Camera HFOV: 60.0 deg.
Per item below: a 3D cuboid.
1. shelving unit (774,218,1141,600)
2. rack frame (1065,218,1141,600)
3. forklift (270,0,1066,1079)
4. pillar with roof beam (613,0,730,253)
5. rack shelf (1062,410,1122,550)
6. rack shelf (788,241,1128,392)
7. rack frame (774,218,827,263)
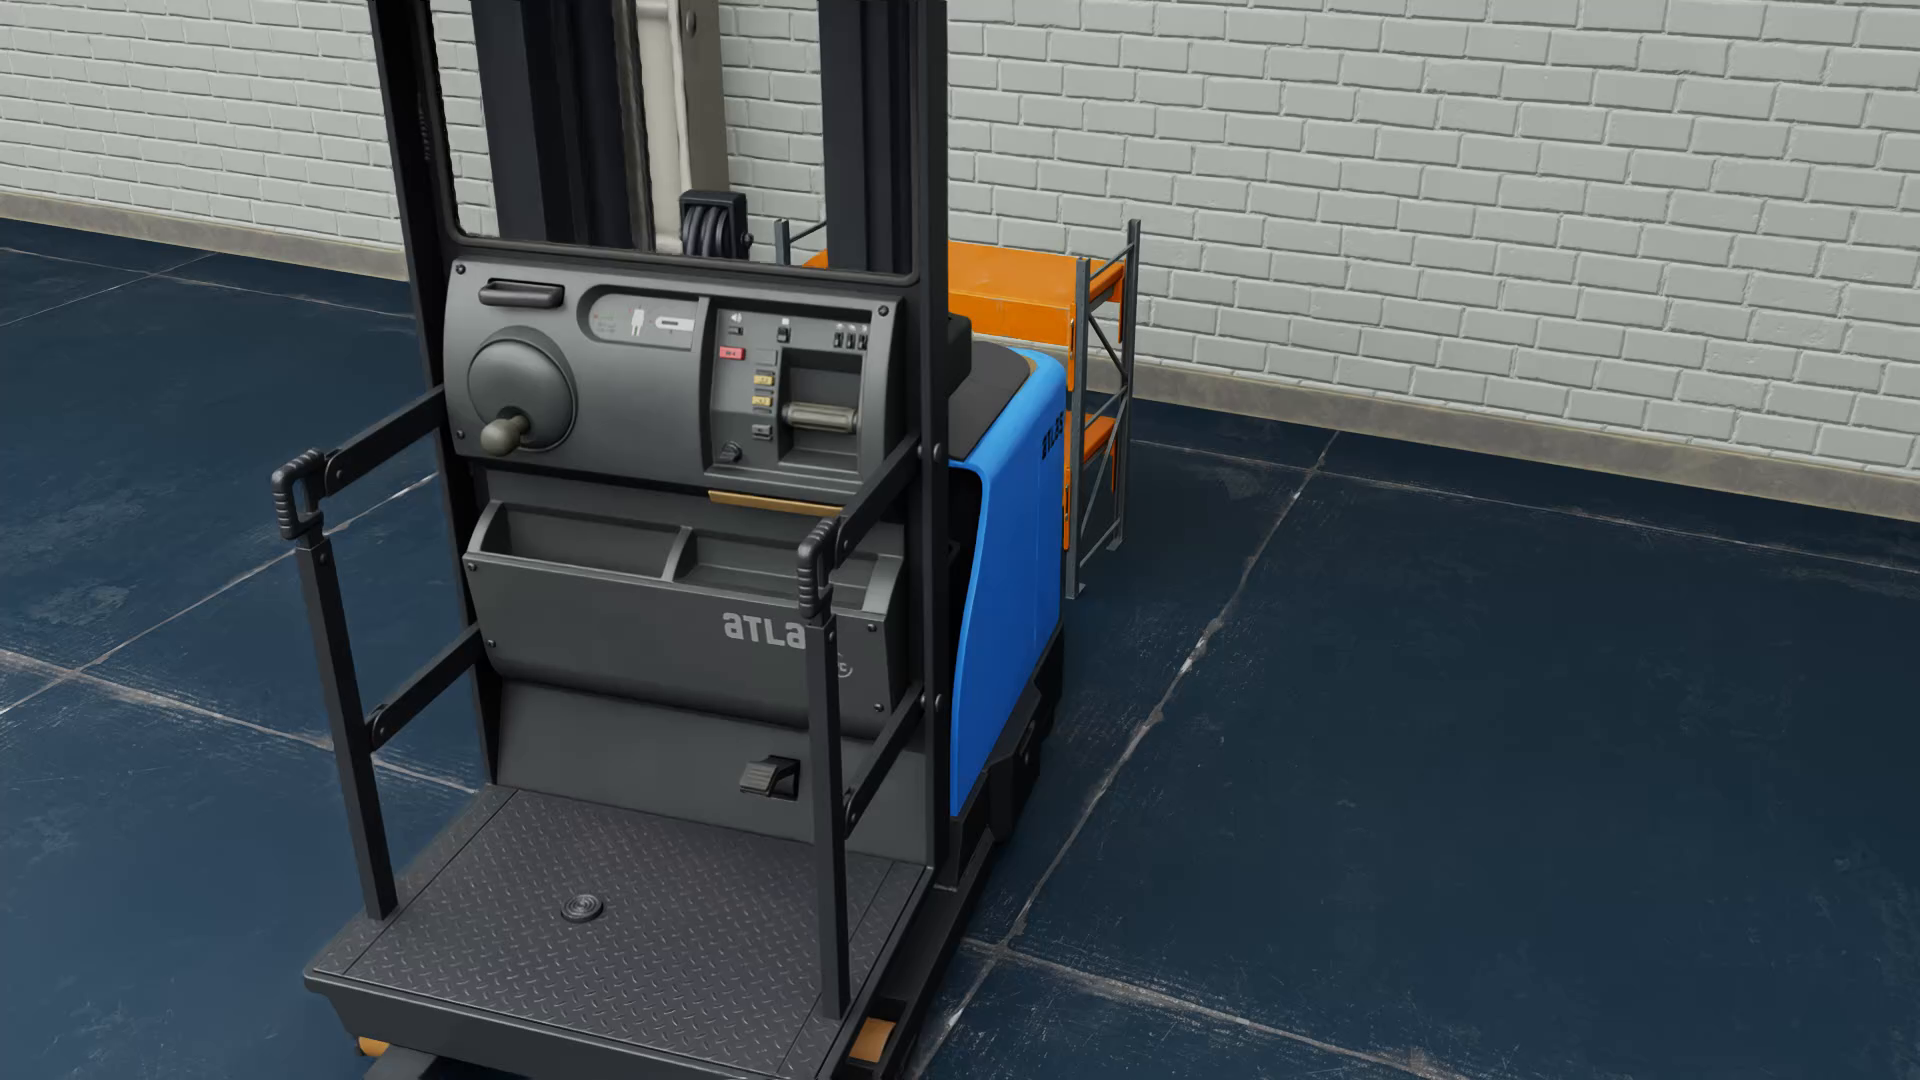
[{"bbox_3d":[-0.006,-0.506,5.504,1.048,1.125,0.538,11,28,22],"label":"shelving unit"},{"bbox_3d":[0.457,-0.413,5.315,0.032,1.125,0.500,11,28,22],"label":"rack frame"},{"bbox_3d":[-0.629,-0.282,3.004,1.130,2.935,3.031,8,27,15],"label":"forklift"},{"bbox_3d":[-3.048,-3.245,2.153,0.400,9.000,9.100,11,28,22],"label":"pillar with roof beam"},{"bbox_3d":[-0.006,-0.287,5.612,1.000,0.278,0.538,11,28,22],"label":"rack shelf"},{"bbox_3d":[-0.006,-0.768,5.375,1.000,0.278,0.538,11,28,22],"label":"rack shelf"},{"bbox_3d":[-0.469,-0.599,5.693,0.032,1.125,0.500,11,28,22],"label":"rack frame"}]
